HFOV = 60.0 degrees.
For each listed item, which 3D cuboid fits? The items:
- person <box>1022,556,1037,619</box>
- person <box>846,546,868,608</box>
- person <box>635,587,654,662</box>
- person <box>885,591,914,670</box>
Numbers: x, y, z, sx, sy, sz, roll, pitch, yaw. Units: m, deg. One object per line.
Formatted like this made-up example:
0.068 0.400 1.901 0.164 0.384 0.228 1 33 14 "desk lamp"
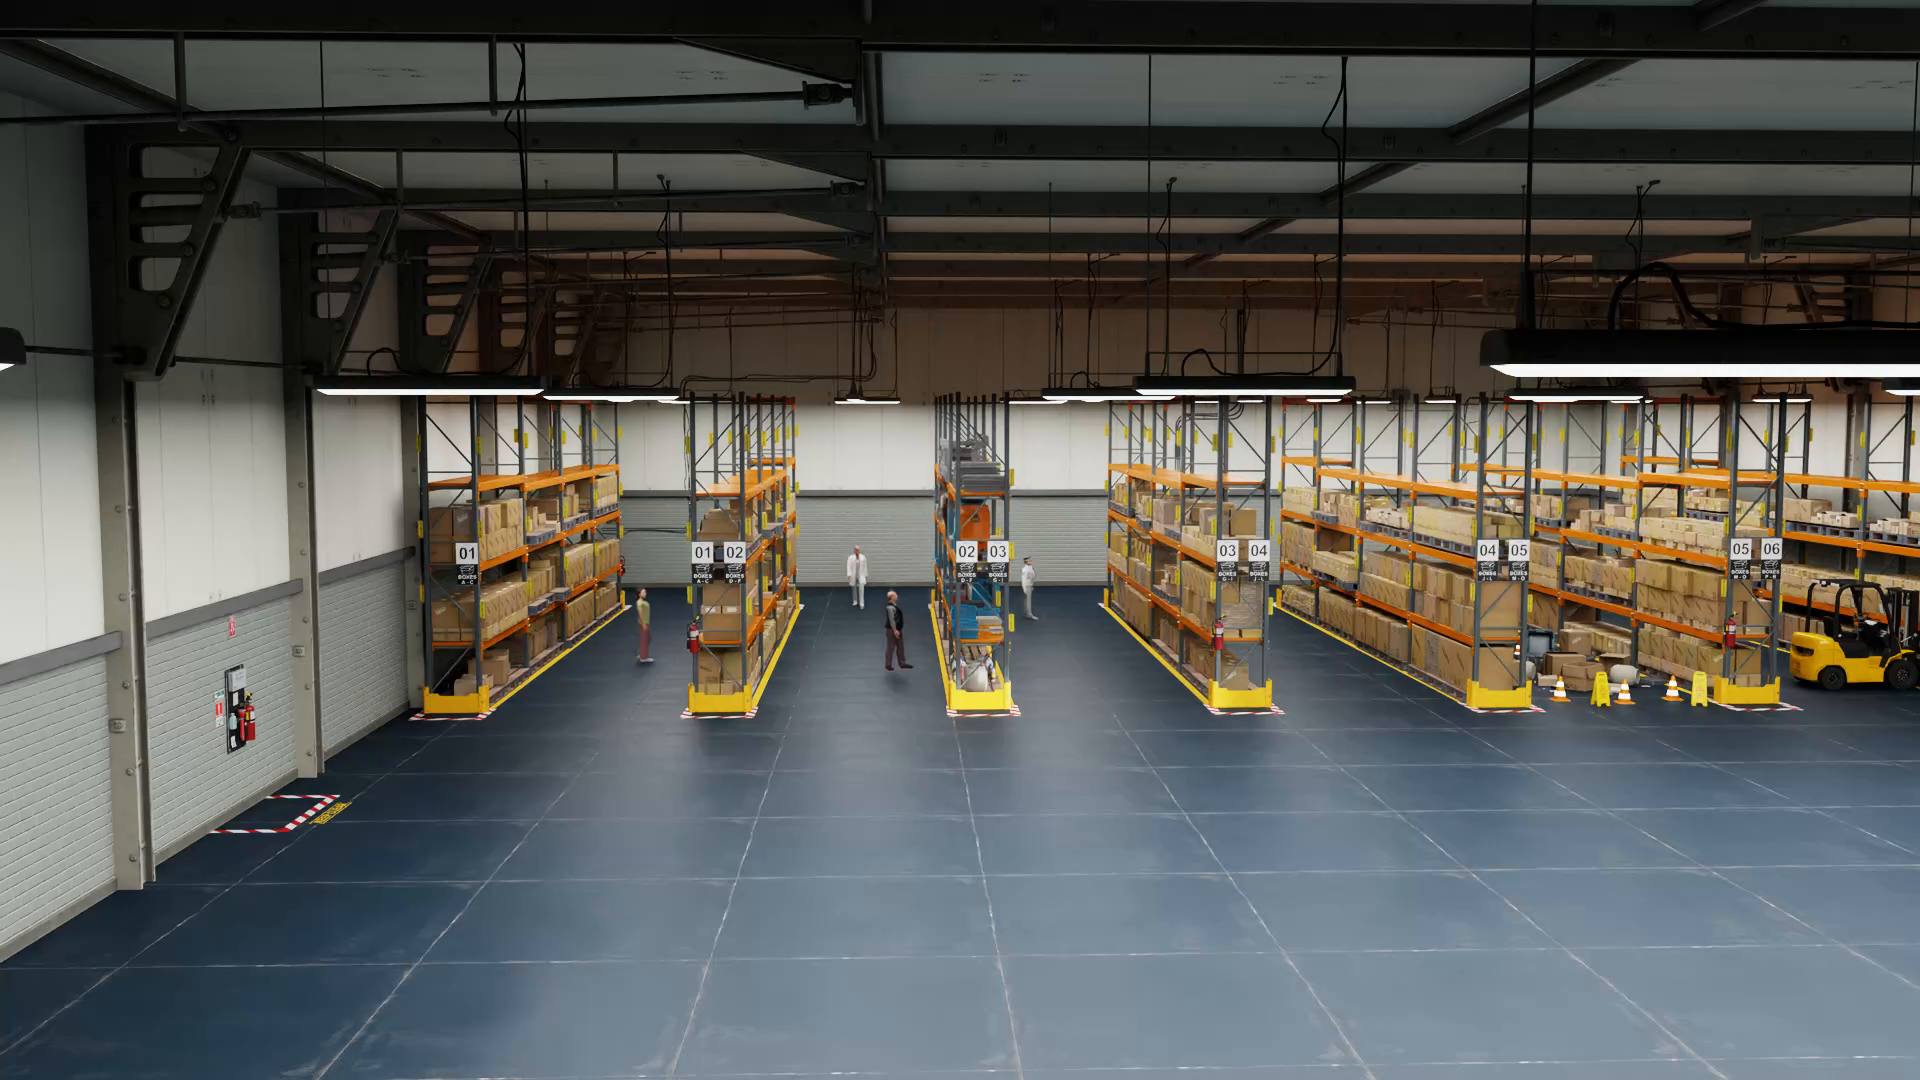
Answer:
1.918 1.276 45.145 0.532 1.701 0.515 2 5 27 "person"
-2.924 1.040 47.385 0.620 1.713 1.133 0 5 -4 "person"
-7.088 1.901 37.329 0.390 1.688 0.485 -1 5 -12 "person"
-1.345 1.952 35.909 0.567 1.711 0.597 2 5 20 "person"
